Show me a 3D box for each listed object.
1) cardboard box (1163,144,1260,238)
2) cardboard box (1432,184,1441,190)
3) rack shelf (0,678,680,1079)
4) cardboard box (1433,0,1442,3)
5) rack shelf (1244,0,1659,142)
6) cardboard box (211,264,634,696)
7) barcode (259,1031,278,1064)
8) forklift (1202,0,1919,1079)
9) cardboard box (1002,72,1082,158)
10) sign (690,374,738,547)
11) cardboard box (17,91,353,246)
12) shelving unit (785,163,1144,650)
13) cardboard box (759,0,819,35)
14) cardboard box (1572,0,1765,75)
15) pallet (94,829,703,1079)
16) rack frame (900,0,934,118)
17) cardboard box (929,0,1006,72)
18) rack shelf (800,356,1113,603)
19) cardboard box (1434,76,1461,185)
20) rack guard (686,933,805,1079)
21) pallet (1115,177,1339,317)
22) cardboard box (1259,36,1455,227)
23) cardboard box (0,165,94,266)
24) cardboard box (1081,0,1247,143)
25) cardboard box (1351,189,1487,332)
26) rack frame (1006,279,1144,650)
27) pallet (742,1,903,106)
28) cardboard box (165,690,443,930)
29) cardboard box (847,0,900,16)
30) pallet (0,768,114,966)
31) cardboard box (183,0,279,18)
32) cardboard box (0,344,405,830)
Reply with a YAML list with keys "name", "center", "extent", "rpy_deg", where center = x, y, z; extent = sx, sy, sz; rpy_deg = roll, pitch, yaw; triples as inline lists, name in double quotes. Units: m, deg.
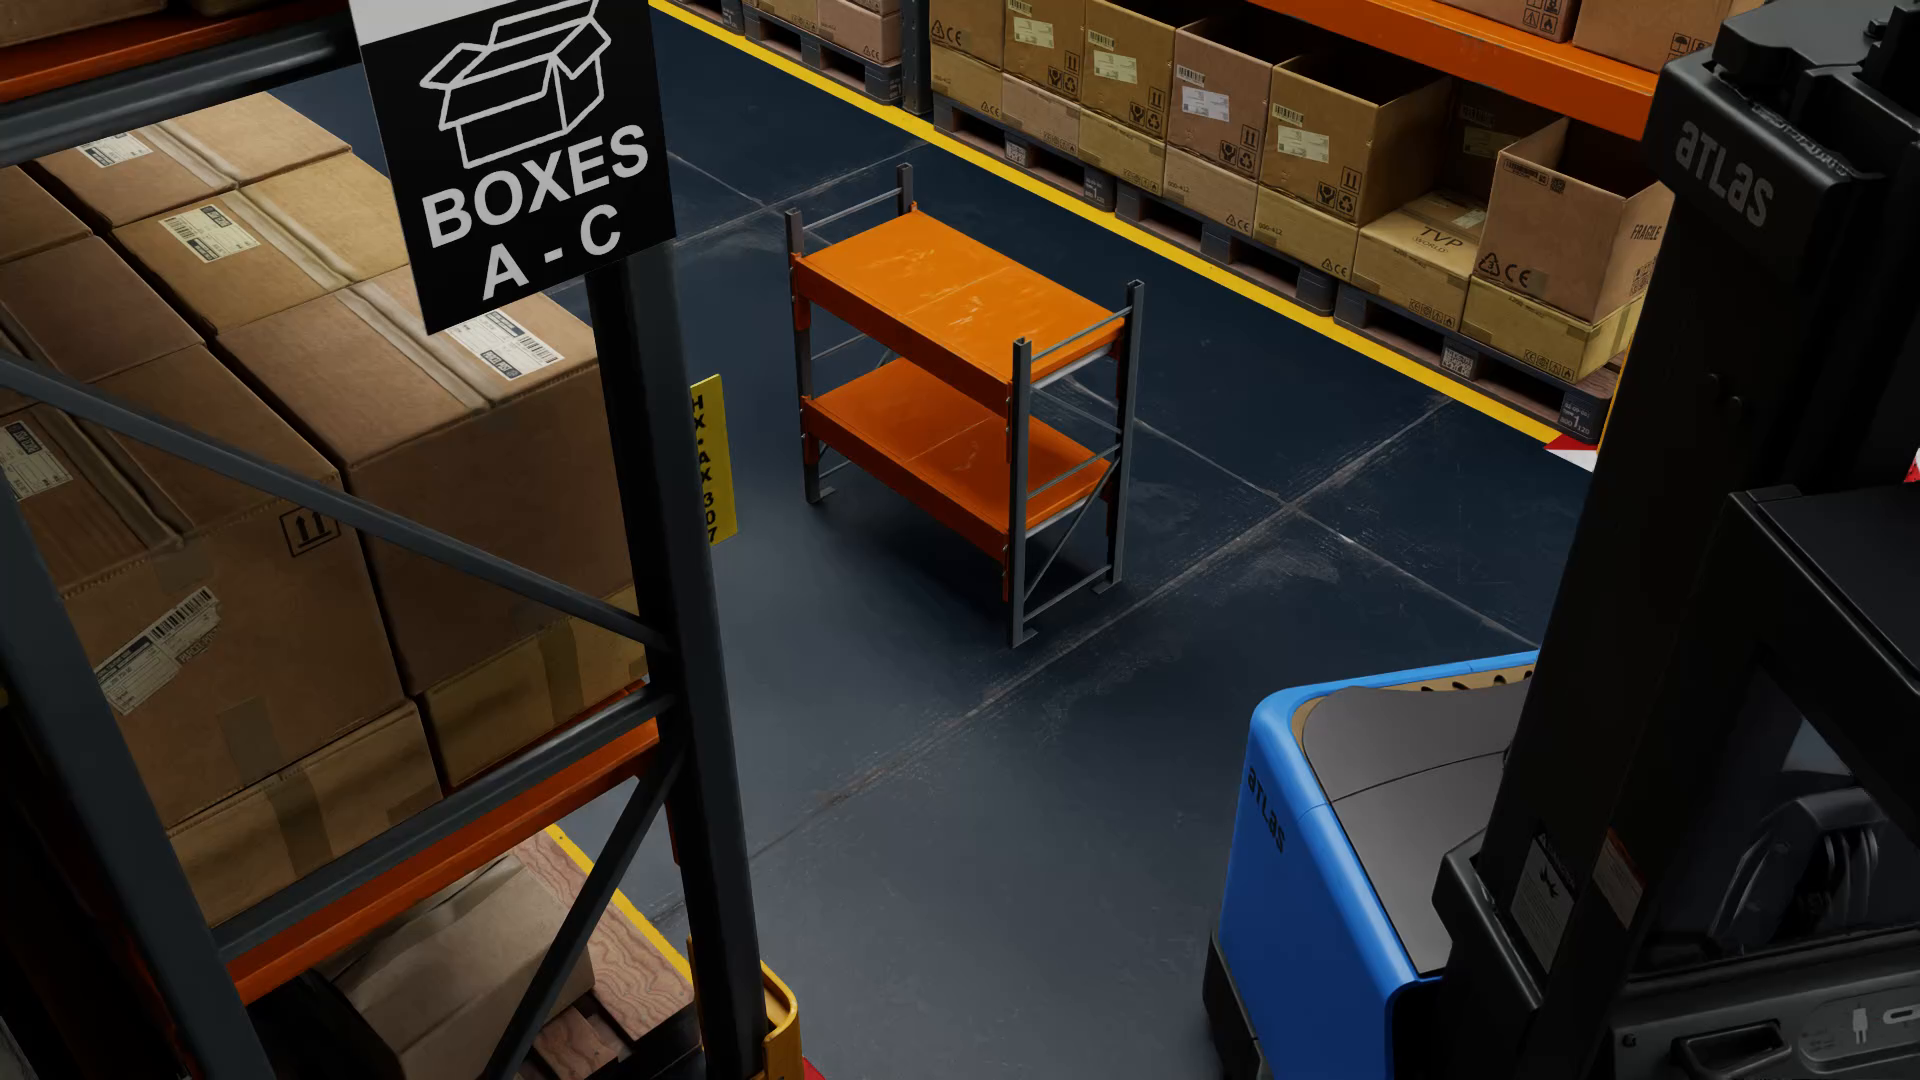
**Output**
- name: "cardboard box"
  center: [1.221, -1.564, 7.077]
  extent: [0.500, 0.250, 0.500]
  rpy_deg: [-30, 48, -32]
- name: "cardboard box"
  center: [1.947, -1.556, 7.068]
  extent: [0.500, 0.250, 0.500]
  rpy_deg: [-30, 48, -32]
- name: "rack shelf"
  center: [-2.174, -0.198, 4.104]
  extent: [1.077, 0.370, 4.000]
  rpy_deg: [-30, 48, -32]
- name: "cardboard box"
  center: [1.828, -2.392, 6.169]
  extent: [0.700, 0.500, 0.500]
  rpy_deg: [-30, 47, -31]
- name: "rack shelf"
  center: [1.472, -2.304, 6.713]
  extent: [1.077, 0.370, 4.000]
  rpy_deg: [-30, 48, -32]
- name: "cardboard box"
  center: [-0.923, -0.142, 2.969]
  extent: [0.500, 0.500, 0.500]
  rpy_deg: [-30, 48, -32]
- name: "barcode"
  center: [-1.530, 1.123, 3.679]
  extent: [0.001, 0.075, 0.075]
  rpy_deg: [-30, 48, -32]
- name: "forklift"
  center: [1.413, 0.865, 2.270]
  extent: [1.130, 2.935, 3.031]
  rpy_deg: [-8, 40, -9]
- name: "cardboard box"
  center: [0.544, -2.026, 7.650]
  extent: [0.500, 0.250, 0.500]
  rpy_deg: [-30, 48, -32]
- name: "sign"
  center: [-0.422, -0.119, 2.745]
  extent: [0.100, 0.325, 0.005]
  rpy_deg: [-30, 48, -32]
- name: "cardboard box"
  center: [-1.595, -0.616, 3.557]
  extent: [0.500, 0.500, 0.500]
  rpy_deg: [-32, 49, -33]
- name: "shelving unit"
  center: [-0.005, -0.441, 5.325]
  extent: [0.538, 1.125, 1.048]
  rpy_deg: [-30, 48, -32]
- name: "cardboard box"
  center: [-0.716, -2.907, 8.740]
  extent: [0.500, 0.250, 0.500]
  rpy_deg: [-31, 48, -32]
- name: "cardboard box"
  center: [2.518, -1.919, 5.583]
  extent: [0.700, 0.500, 0.500]
  rpy_deg: [-30, 48, -32]
- name: "pallet"
  center: [-1.396, 1.107, 4.136]
  extent: [1.003, 0.211, 1.213]
  rpy_deg: [-30, 48, -32]
- name: "rack frame"
  center: [0.119, -3.510, 7.633]
  extent: [1.000, 3.000, 0.127]
  rpy_deg: [-30, 48, -32]
- name: "cardboard box"
  center: [0.202, -2.548, 7.698]
  extent: [0.500, 0.500, 0.500]
  rpy_deg: [-30, 48, -32]
- name: "rack shelf"
  center: [-0.005, -0.251, 5.478]
  extent: [0.538, 0.278, 1.000]
  rpy_deg: [-30, 48, -32]
- name: "cardboard box"
  center: [1.939, -1.843, 6.826]
  extent: [0.500, 0.500, 0.500]
  rpy_deg: [-30, 48, -32]
- name: "rack guard"
  center: [-0.873, 1.385, 3.561]
  extent: [1.175, 0.500, 0.348]
  rpy_deg: [-30, 48, -32]
- name: "pallet"
  center: [1.456, -1.474, 7.332]
  extent: [1.003, 0.211, 1.213]
  rpy_deg: [-30, 48, -32]
- name: "cardboard box"
  center: [1.556, -1.622, 6.553]
  extent: [0.500, 0.500, 0.500]
  rpy_deg: [-30, 48, -32]
- name: "cardboard box"
  center: [-1.983, -0.395, 3.283]
  extent: [0.500, 0.500, 0.500]
  rpy_deg: [-31, 48, -33]
- name: "cardboard box"
  center: [0.879, -2.085, 7.126]
  extent: [0.500, 0.500, 0.500]
  rpy_deg: [-30, 48, -32]
- name: "cardboard box"
  center: [1.897, -1.101, 6.504]
  extent: [0.500, 0.250, 0.500]
  rpy_deg: [-30, 48, -32]
- name: "rack frame"
  center: [0.339, -0.205, 5.033]
  extent: [0.500, 1.125, 0.032]
  rpy_deg: [-30, 48, -32]
- name: "pallet"
  center: [-0.408, -2.749, 8.910]
  extent: [1.003, 0.211, 1.213]
  rpy_deg: [-30, 48, -32]
- name: "cardboard box"
  center: [-1.281, 0.365, 2.939]
  extent: [0.500, 0.250, 0.500]
  rpy_deg: [-29, 47, -31]
- name: "cardboard box"
  center: [-0.366, -2.887, 8.270]
  extent: [0.500, 0.311, 0.500]
  rpy_deg: [-30, 48, -32]
- name: "pallet"
  center: [-2.217, 0.542, 4.835]
  extent: [1.003, 0.211, 1.213]
  rpy_deg: [-30, 48, -32]
- name: "cardboard box"
  center: [-0.864, -1.026, 2.075]
  extent: [0.500, 0.500, 0.500]
  rpy_deg: [-29, 47, -31]
- name: "cardboard box"
  center: [-1.297, 0.079, 2.695]
  extent: [0.500, 0.500, 0.500]
  rpy_deg: [-31, 48, -32]
